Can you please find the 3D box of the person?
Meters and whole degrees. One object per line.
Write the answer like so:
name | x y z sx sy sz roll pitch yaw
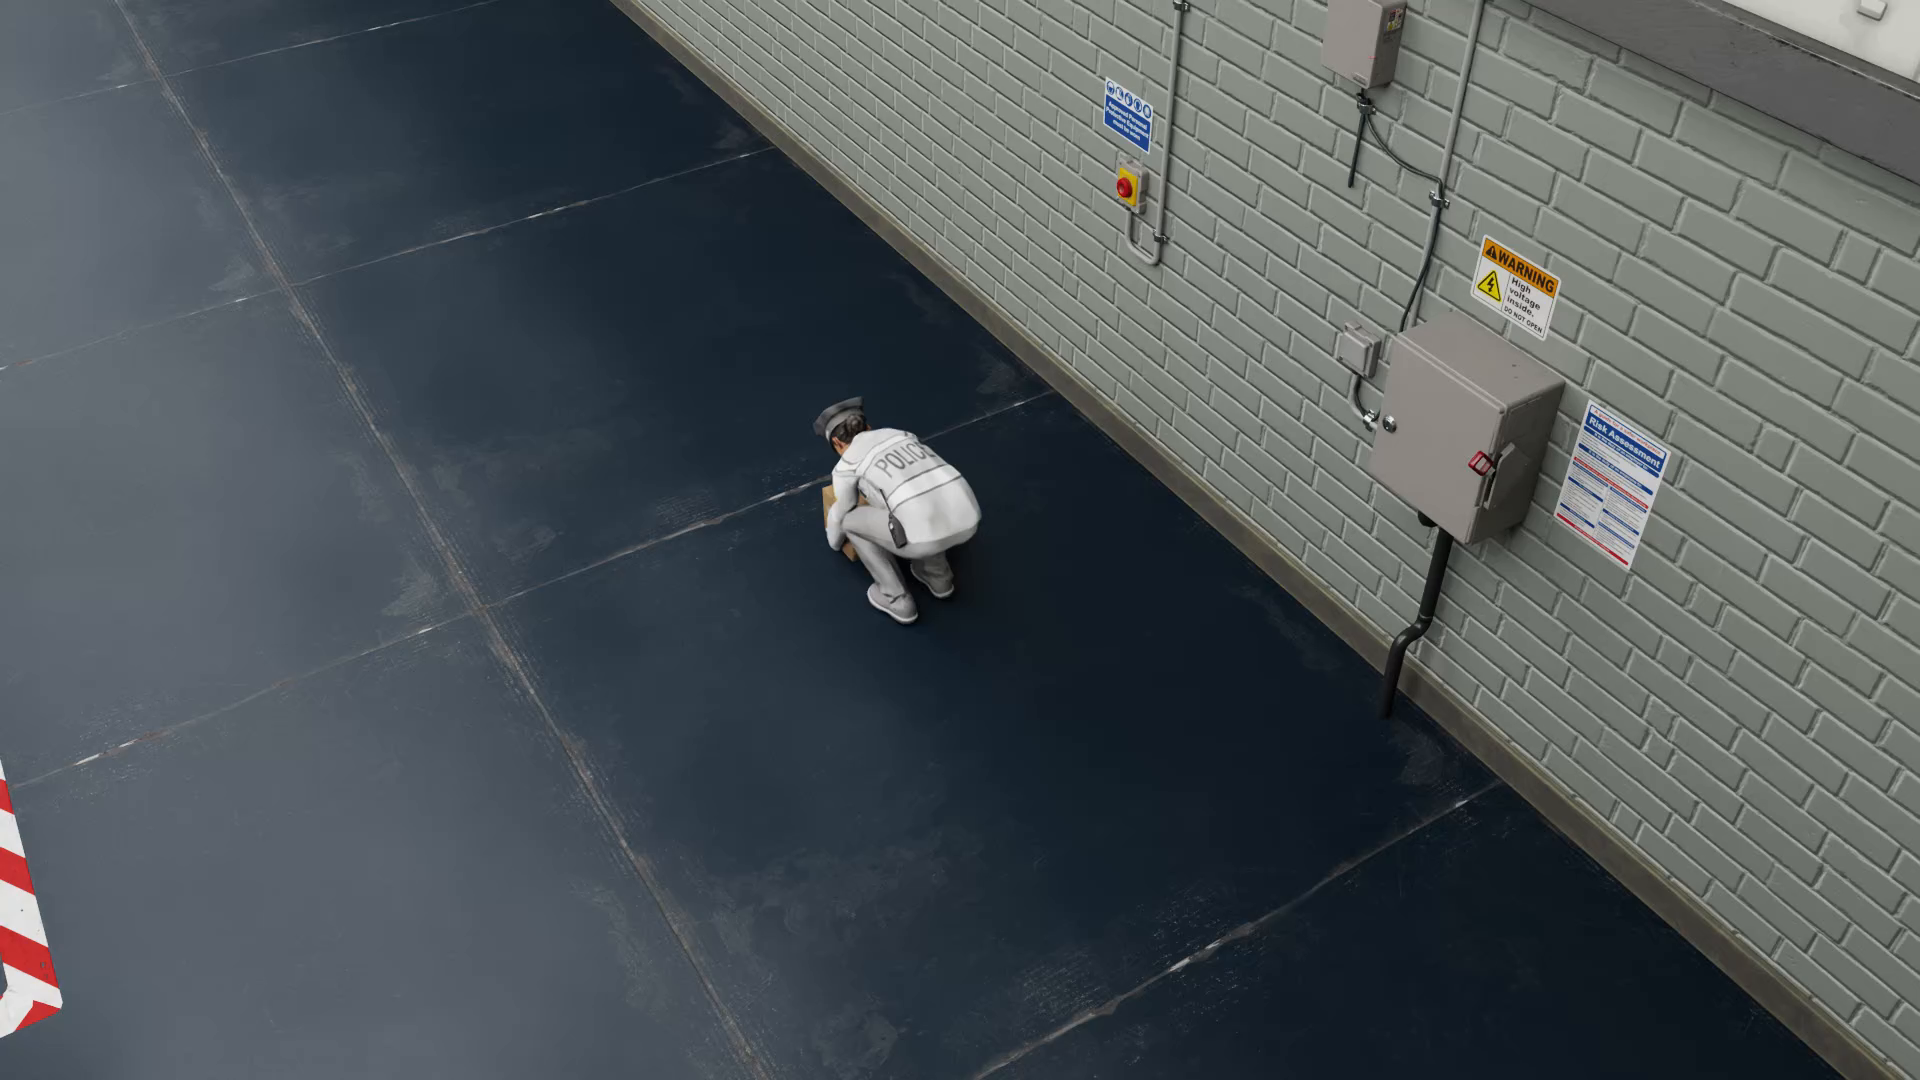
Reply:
person | -0.282 -0.121 7.007 0.448 0.762 0.915 -24 46 -25
